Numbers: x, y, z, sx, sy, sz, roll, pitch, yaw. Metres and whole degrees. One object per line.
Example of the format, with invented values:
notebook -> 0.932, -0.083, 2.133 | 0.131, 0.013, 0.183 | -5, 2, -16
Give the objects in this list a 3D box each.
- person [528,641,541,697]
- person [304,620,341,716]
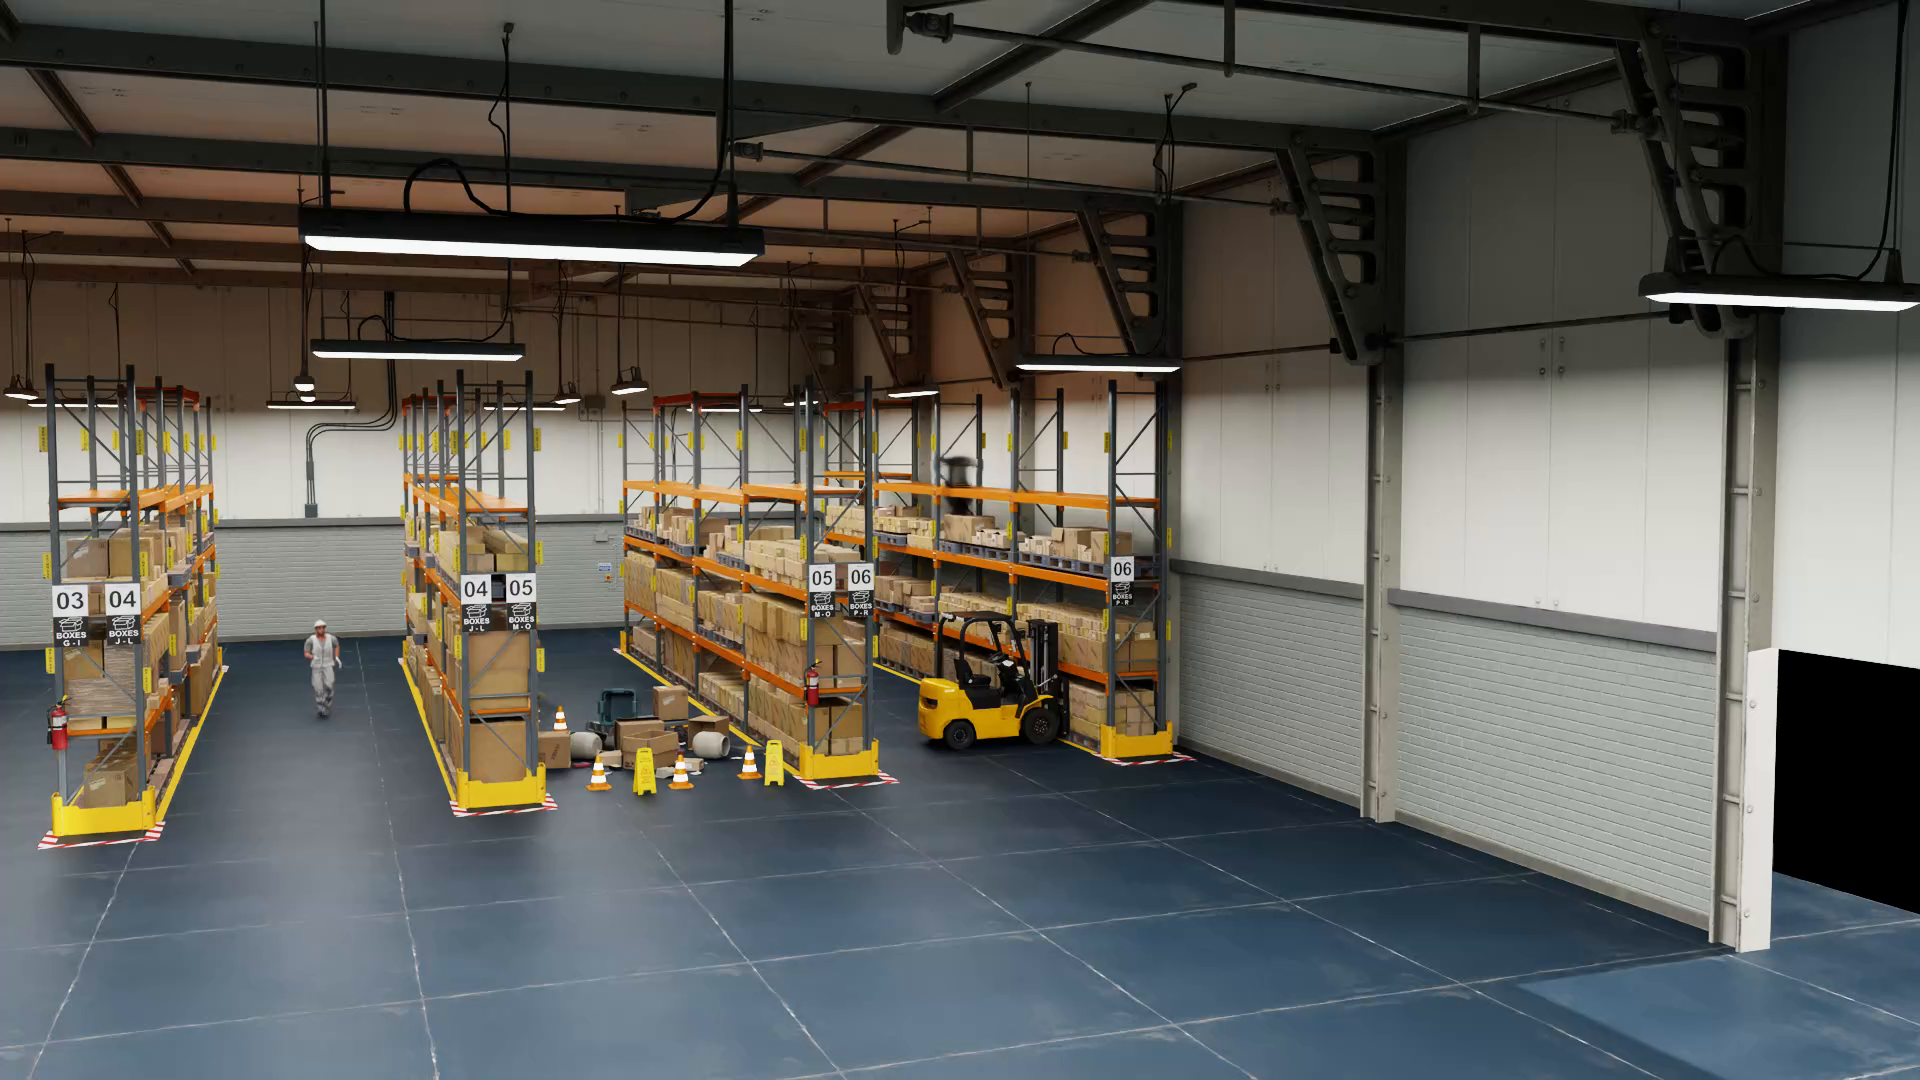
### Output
person -> -8.586, 2.278, 32.685 | 0.793, 1.670, 0.539 | 1, 3, 10
person -> -11.613, 2.338, 30.309 | 0.633, 1.766, 0.778 | -1, 4, -21
